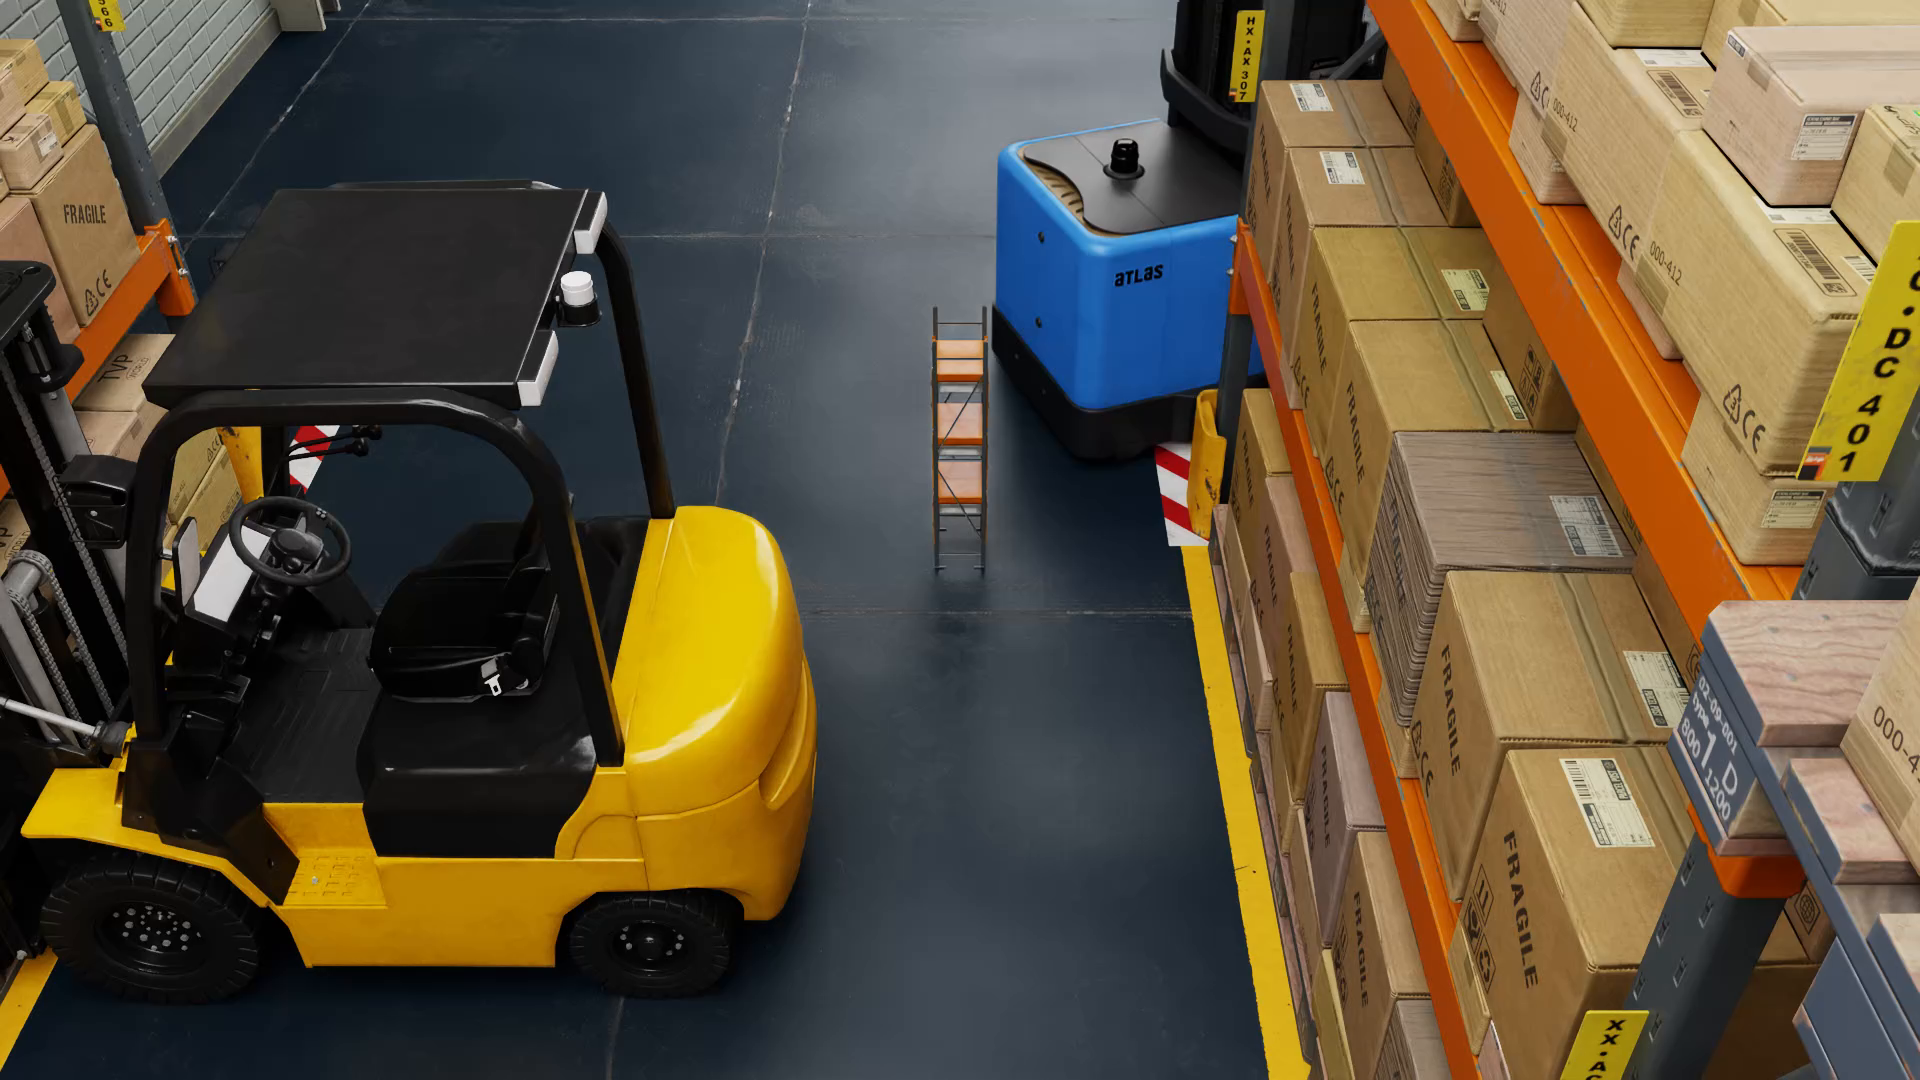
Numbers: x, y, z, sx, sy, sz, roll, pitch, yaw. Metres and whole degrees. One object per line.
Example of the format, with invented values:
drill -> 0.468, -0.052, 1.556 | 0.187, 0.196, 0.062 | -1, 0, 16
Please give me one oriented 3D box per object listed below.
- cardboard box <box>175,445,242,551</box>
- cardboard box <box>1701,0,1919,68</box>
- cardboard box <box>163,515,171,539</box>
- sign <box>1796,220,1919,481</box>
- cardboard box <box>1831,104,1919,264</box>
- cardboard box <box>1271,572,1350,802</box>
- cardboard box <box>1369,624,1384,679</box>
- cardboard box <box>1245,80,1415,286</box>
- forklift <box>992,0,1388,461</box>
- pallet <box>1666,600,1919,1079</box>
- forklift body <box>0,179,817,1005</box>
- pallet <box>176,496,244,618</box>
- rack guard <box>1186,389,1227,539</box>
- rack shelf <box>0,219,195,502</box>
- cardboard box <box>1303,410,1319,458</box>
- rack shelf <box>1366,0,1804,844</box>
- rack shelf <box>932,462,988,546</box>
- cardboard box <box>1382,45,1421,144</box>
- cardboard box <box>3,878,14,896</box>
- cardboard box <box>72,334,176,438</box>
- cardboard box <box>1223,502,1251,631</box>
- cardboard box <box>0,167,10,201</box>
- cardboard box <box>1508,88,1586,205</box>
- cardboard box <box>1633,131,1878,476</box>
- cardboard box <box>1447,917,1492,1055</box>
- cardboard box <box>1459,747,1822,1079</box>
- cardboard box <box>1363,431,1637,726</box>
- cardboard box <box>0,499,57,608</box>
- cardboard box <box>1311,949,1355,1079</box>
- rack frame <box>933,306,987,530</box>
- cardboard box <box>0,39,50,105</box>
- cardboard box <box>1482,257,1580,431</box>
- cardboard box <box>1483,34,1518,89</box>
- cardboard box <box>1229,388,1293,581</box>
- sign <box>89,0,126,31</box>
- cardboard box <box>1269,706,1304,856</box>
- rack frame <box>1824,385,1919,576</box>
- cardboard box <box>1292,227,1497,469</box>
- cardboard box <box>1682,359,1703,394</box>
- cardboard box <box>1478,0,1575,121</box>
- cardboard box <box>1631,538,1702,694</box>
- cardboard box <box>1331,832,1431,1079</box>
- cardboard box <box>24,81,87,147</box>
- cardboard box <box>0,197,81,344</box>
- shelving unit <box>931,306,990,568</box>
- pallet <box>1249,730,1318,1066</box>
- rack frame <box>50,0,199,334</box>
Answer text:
cardboard box -> -3.112, -0.121, 6.365 | 0.500, 0.250, 0.500 | 0, 39, 0
cardboard box -> 1.333, -0.735, 2.433 | 0.380, 0.149, 0.250 | 1, 39, 1
cardboard box -> -3.126, 0.008, 5.804 | 0.500, 0.250, 0.500 | 0, 39, 0
sign -> 0.997, -0.195, 1.783 | 0.100, 0.325, 0.005 | 0, 39, 0
cardboard box -> 1.321, -0.410, 2.027 | 0.380, 0.149, 0.250 | 1, 39, 1
cardboard box -> 1.257, 0.447, 5.057 | 0.500, 0.500, 0.500 | 1, 39, 1
cardboard box -> 1.259, 0.274, 4.210 | 0.380, 0.149, 0.250 | -1, 39, -1
cardboard box -> 1.258, -1.188, 5.516 | 0.500, 0.500, 0.500 | -1, 39, -1
forklift -> 1.718, -2.066, 6.984 | 3.031, 2.935, 1.130 | -14, 41, -17
pallet -> 1.434, 0.461, 1.528 | 1.213, 0.211, 1.003 | 0, 39, 0
forklift body -> -1.602, 0.192, 4.790 | 2.313, 2.155, 1.214 | 0, 39, 0
pallet -> -3.386, 0.243, 6.278 | 1.003, 0.211, 1.213 | 0, 39, 0
rack guard -> 1.535, -0.306, 6.733 | 1.175, 0.500, 0.348 | 0, 39, 0
rack shelf -> -3.427, 0.208, 4.667 | 1.077, 0.370, 4.000 | 0, 39, 0
cardboard box -> 1.250, -0.374, 5.020 | 0.380, 0.149, 0.250 | 1, 39, 1
rack shelf -> 1.537, -0.968, 3.736 | 1.077, 0.370, 4.000 | 0, 39, 0
rack shelf -> 0.000, -0.151, 6.560 | 0.215, 0.259, 0.240 | 0, 39, 0
cardboard box -> 1.754, -1.555, 5.175 | 0.700, 0.500, 0.500 | -1, 39, -1
cardboard box -> -3.107, 0.828, 5.181 | 0.500, 0.250, 0.500 | 1, 39, 1
cardboard box -> -3.117, -0.517, 6.060 | 0.500, 0.250, 0.500 | 1, 39, 1
cardboard box -> 1.259, 0.084, 6.109 | 0.500, 0.250, 0.500 | 0, 39, 0
cardboard box -> -3.179, -1.077, 5.096 | 0.380, 0.149, 0.250 | 1, 39, 1
cardboard box -> 1.247, -0.741, 3.078 | 0.380, 0.149, 0.250 | 1, 39, 1
cardboard box -> 1.270, -0.333, 2.250 | 0.500, 0.250, 0.500 | 0, 39, 0
cardboard box -> 1.227, 0.913, 3.413 | 0.380, 0.149, 0.250 | 1, 39, 1
cardboard box -> 1.290, 0.739, 3.111 | 0.500, 0.500, 0.500 | -1, 39, -1
cardboard box -> 1.278, 0.093, 3.918 | 0.500, 0.500, 0.500 | 1, 39, 1
cardboard box -> -3.099, 0.118, 5.267 | 0.500, 0.250, 0.500 | 0, 39, 1
cardboard box -> 1.259, 1.379, 4.494 | 0.500, 0.250, 0.500 | -1, 39, -1
rack frame -> 0.000, -0.453, 6.475 | 0.200, 1.050, 0.008 | 0, 39, 0
cardboard box -> -3.218, -1.508, 5.396 | 0.380, 0.149, 0.250 | 0, 39, 0
cardboard box -> 1.712, -0.608, 3.993 | 0.700, 0.500, 0.500 | 0, 39, 0
cardboard box -> 1.328, -1.064, 3.482 | 0.380, 0.149, 0.250 | 0, 39, 0
cardboard box -> 1.260, -0.193, 5.856 | 0.500, 0.500, 0.500 | -1, 39, -2
sign -> -2.886, -1.859, 5.556 | 0.100, 0.325, 0.005 | 0, 39, 0
cardboard box -> 1.265, 0.745, 5.285 | 0.500, 0.250, 0.500 | 2, 39, 3
rack frame -> 1.539, -1.169, 1.013 | 1.000, 3.000, 0.127 | 0, 39, 0
cardboard box -> 1.264, -0.546, 4.714 | 0.500, 0.500, 0.500 | -1, 39, -1
cardboard box -> 1.322, -0.255, 2.472 | 0.380, 0.149, 0.250 | 0, 39, 0
cardboard box -> 1.282, -0.967, 3.041 | 0.500, 0.250, 0.500 | -1, 39, -1
cardboard box -> 1.777, 0.032, 3.194 | 0.700, 0.500, 0.500 | 0, 39, 0
cardboard box -> 1.268, 1.101, 4.241 | 0.500, 0.500, 0.500 | 1, 39, 1
cardboard box -> -3.148, -1.399, 5.498 | 0.380, 0.149, 0.250 | 0, 39, 1
cardboard box -> -3.174, -0.730, 5.183 | 0.500, 0.500, 0.500 | 1, 39, 1
shelving unit -> 0.000, -0.376, 6.380 | 0.215, 1.050, 0.252 | 0, 39, 0
pallet -> 1.499, 1.075, 5.239 | 1.003, 0.211, 1.213 | 0, 39, 0
rack frame -> -3.429, -1.323, 6.003 | 1.000, 3.000, 0.127 | 0, 39, 0
